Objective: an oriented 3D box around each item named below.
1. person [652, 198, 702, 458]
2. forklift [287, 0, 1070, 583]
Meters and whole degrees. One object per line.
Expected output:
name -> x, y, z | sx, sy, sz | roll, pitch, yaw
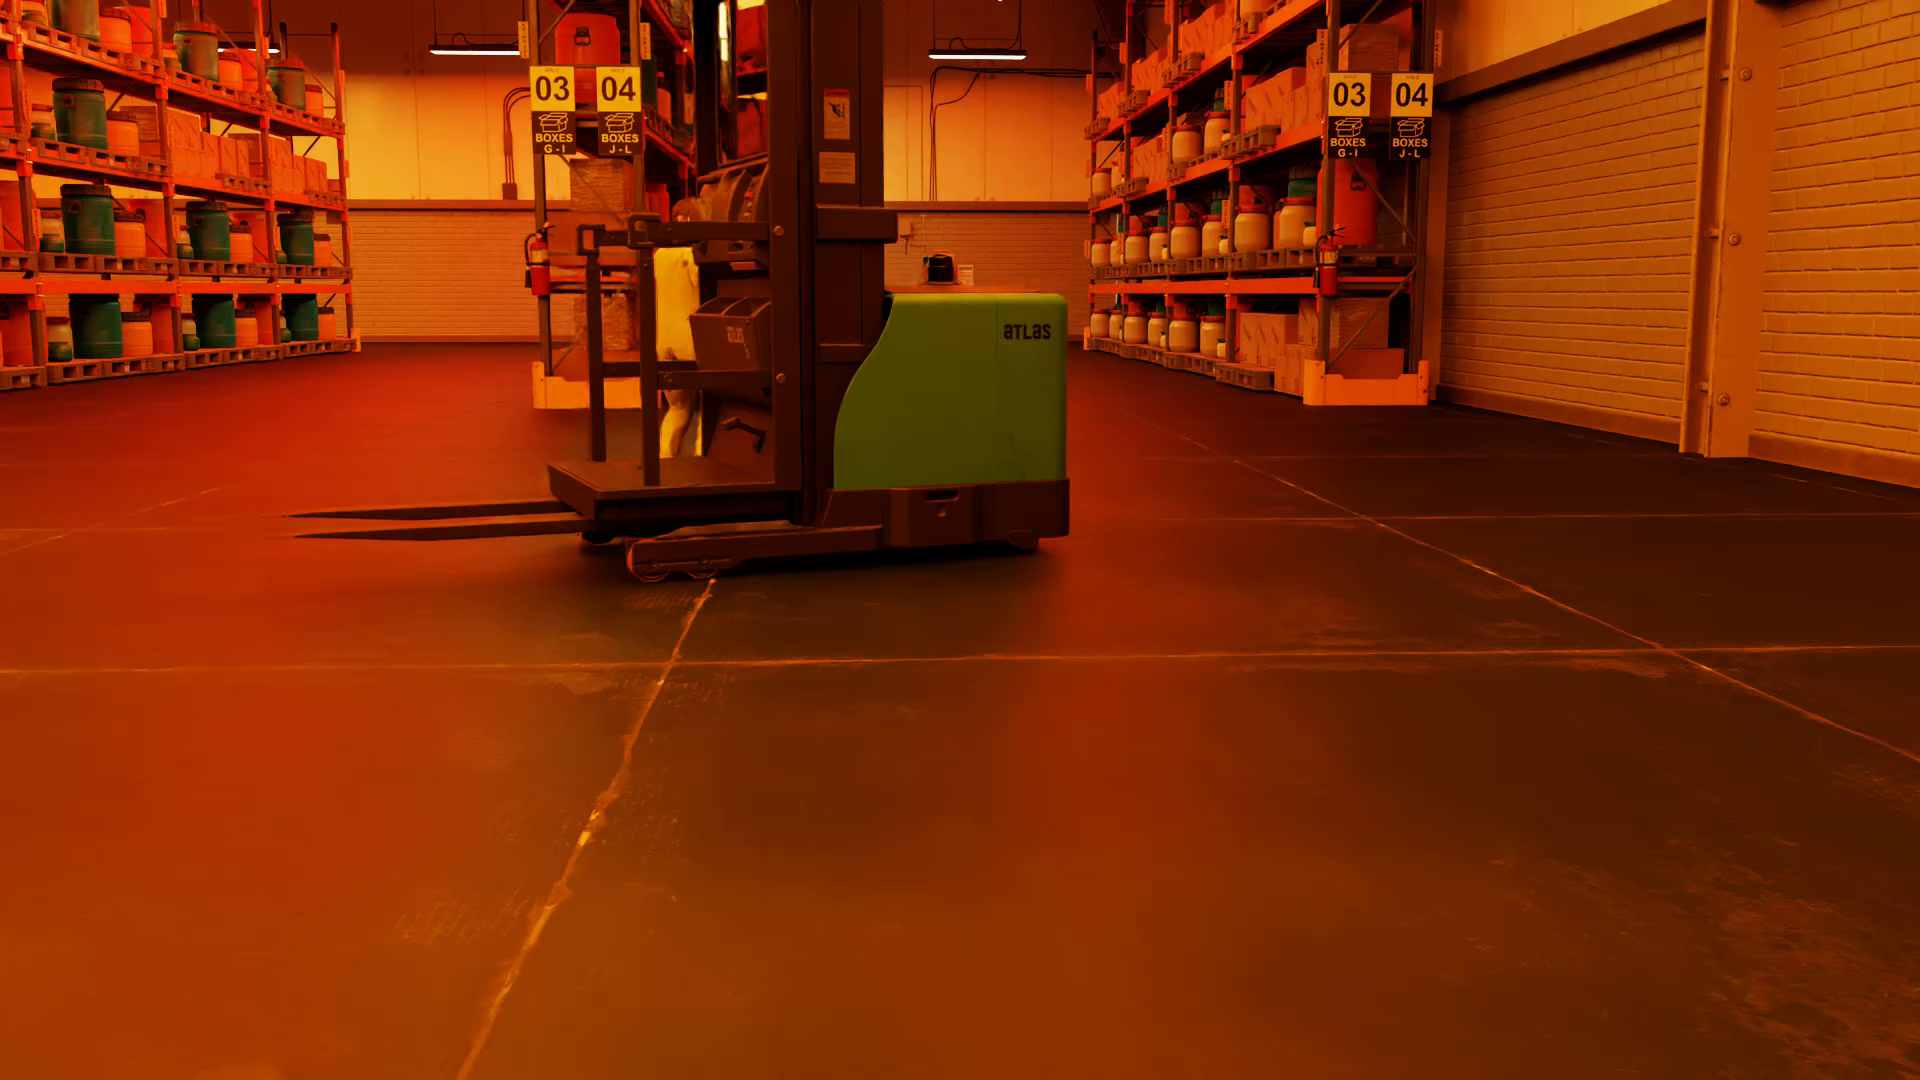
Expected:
person -> -1.376, -1.029, 8.902 | 0.718, 1.570, 0.698 | 5, 10, 32
forklift -> -1.107, -1.378, 6.609 | 3.031, 2.935, 1.130 | -4, 9, -23
